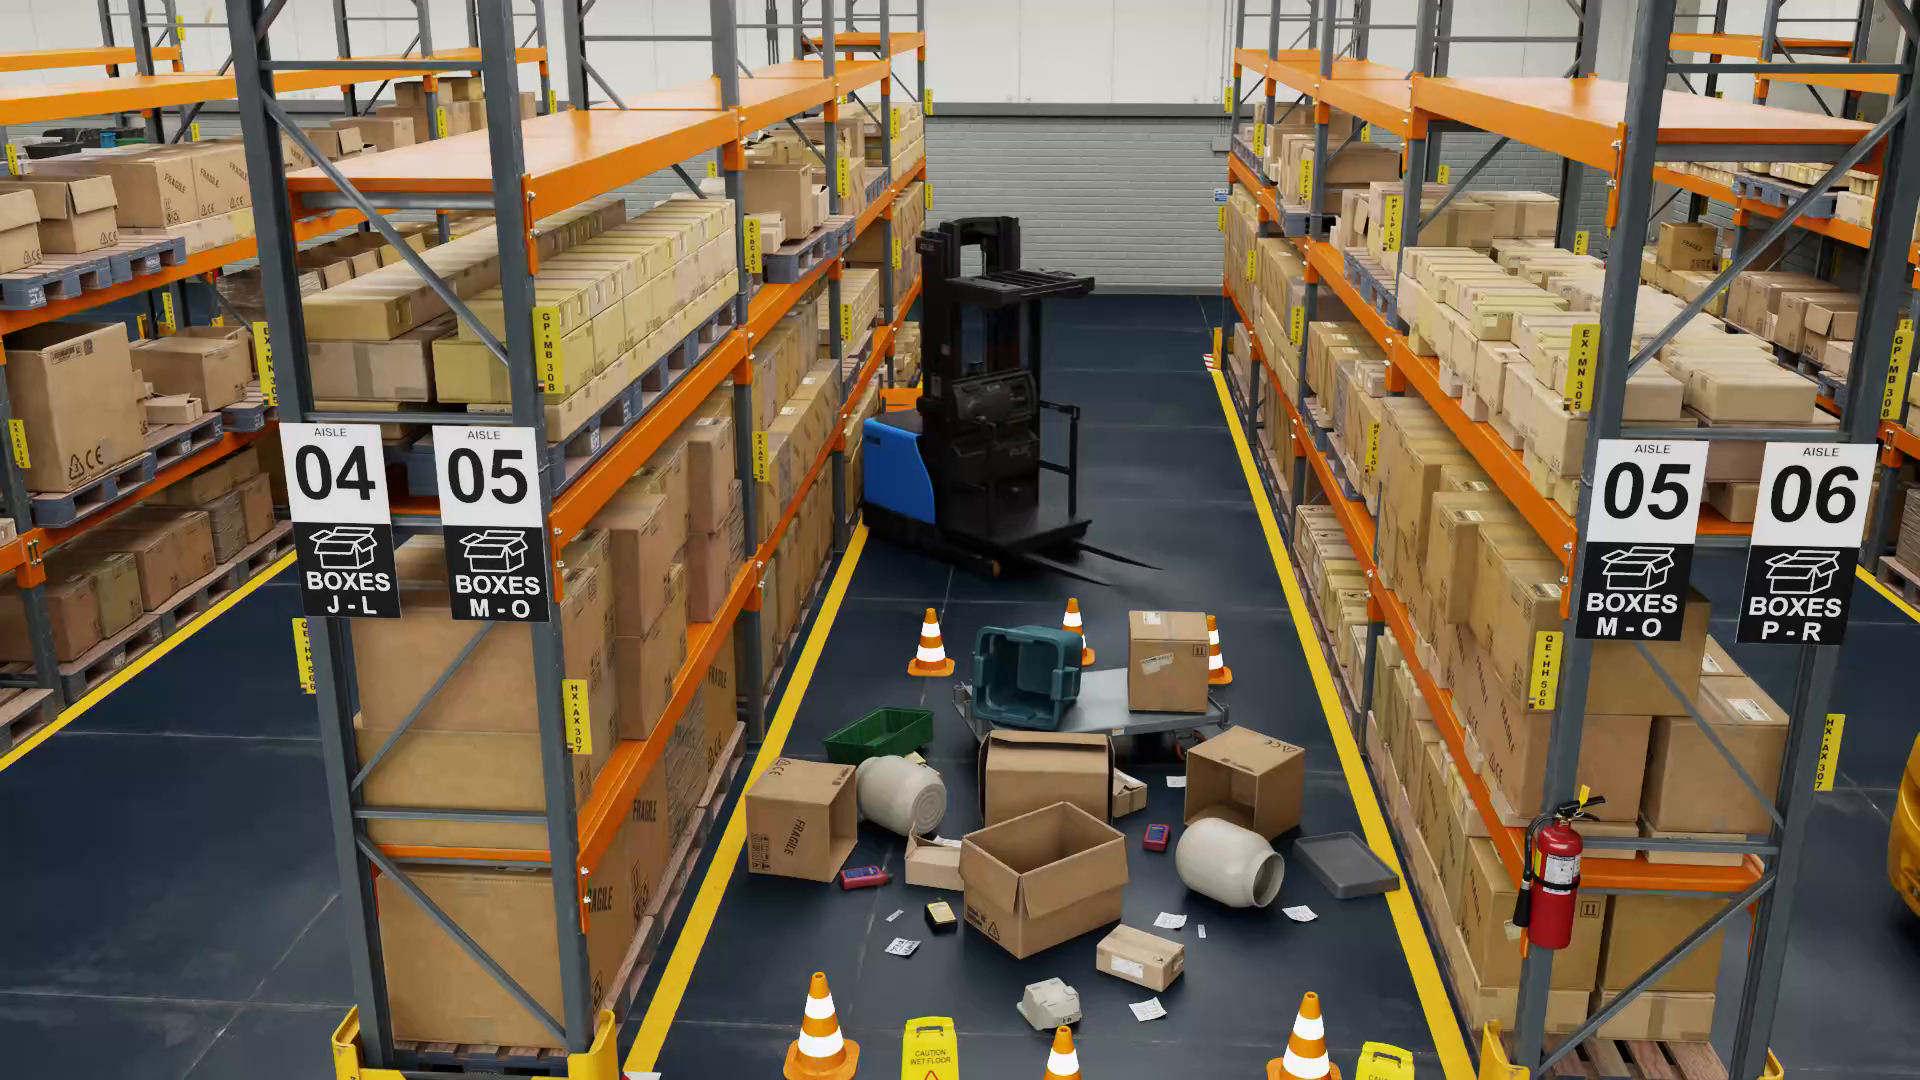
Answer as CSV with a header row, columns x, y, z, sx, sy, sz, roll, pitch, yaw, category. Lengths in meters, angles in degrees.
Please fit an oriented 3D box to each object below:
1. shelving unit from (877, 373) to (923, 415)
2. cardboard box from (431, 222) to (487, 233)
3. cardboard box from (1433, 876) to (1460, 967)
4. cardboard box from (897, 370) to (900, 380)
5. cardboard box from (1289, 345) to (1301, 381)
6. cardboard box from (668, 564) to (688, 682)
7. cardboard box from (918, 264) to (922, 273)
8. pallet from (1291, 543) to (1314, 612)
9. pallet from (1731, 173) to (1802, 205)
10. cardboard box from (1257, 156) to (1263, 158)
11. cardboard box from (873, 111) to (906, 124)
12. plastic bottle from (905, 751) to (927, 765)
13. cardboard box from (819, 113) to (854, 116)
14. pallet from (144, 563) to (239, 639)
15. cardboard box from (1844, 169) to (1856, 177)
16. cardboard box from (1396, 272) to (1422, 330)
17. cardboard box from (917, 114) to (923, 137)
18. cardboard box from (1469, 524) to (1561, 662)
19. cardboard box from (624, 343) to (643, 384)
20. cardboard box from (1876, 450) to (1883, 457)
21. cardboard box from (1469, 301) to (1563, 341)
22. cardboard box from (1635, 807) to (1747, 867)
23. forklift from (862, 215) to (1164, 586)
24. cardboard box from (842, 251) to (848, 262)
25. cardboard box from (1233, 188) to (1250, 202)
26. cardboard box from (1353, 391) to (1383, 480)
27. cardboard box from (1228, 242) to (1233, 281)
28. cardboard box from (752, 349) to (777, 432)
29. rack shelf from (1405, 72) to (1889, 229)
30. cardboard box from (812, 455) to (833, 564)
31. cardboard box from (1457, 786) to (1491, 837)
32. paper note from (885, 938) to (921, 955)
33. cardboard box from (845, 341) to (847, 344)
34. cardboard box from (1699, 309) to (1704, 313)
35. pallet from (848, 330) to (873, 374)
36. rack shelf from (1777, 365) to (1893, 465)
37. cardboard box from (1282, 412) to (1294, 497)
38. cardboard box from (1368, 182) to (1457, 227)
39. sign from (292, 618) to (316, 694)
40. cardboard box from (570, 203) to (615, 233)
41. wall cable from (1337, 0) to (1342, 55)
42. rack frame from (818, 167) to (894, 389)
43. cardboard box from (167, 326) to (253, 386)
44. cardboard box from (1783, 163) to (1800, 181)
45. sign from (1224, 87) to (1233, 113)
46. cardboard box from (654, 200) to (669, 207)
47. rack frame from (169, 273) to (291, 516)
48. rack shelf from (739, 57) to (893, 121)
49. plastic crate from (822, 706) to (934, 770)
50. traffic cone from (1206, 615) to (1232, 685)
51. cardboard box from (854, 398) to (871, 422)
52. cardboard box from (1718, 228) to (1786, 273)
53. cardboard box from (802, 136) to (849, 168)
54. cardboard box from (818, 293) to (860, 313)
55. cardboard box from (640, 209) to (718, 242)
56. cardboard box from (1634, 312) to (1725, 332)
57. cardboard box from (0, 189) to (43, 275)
x,y,z,sx,sy,sz,roll,pitch,yaw,category
-0.530,-0.988,16.450,0.538,1.125,1.048,-2,18,-4,shelving unit
-5.849,-3.440,19.489,0.500,0.500,0.500,1,18,4,cardboard box
2.678,1.920,8.314,0.500,0.250,0.500,1,18,4,cardboard box
-0.921,-1.993,19.940,0.380,0.149,0.250,2,18,6,cardboard box
3.198,-1.576,14.681,0.500,0.250,0.500,1,18,4,cardboard box
-1.940,0.456,8.800,0.875,0.550,0.500,1,18,4,cardboard box
-0.696,-3.591,21.794,0.380,0.149,0.250,1,18,4,cardboard box
3.359,0.314,13.953,1.003,0.211,1.213,1,18,4,pallet
8.538,-3.522,16.665,1.213,0.211,1.003,1,18,4,pallet
3.430,-4.310,18.151,0.396,0.266,0.258,2,18,6,cardboard box
-0.831,-4.930,19.459,0.380,0.149,0.250,1,18,2,cardboard box
-0.329,1.425,10.802,0.133,0.061,0.283,-9,20,-25,plastic bottle
-1.425,-4.862,19.251,0.380,0.149,0.250,1,18,4,cardboard box
-6.616,0.471,13.475,1.003,0.211,1.213,1,18,4,pallet
8.190,-3.346,14.948,0.380,0.149,0.250,1,18,4,cardboard box
2.825,-1.377,9.580,0.500,0.250,0.500,1,18,3,cardboard box
-0.734,-5.261,21.108,0.500,0.250,0.500,1,18,2,cardboard box
2.706,0.246,7.437,0.700,0.500,0.500,1,18,4,cardboard box
-1.685,-0.814,7.669,0.380,0.149,0.250,1,18,4,cardboard box
8.139,-0.709,14.894,0.380,0.149,0.250,0,18,1,cardboard box
2.649,-1.043,7.921,0.380,0.149,0.250,2,18,5,cardboard box
3.074,1.249,7.024,0.380,0.149,0.250,1,18,4,cardboard box
0.449,-1.236,14.314,1.130,2.935,3.031,-15,24,-39,forklift
-1.477,-3.391,18.539,0.500,0.500,0.500,1,18,2,cardboard box
3.608,-4.304,20.760,0.380,0.149,0.250,2,18,6,cardboard box
2.968,-0.703,11.264,0.500,0.500,0.500,1,18,4,cardboard box
3.661,-3.486,20.910,0.500,0.500,0.500,1,18,3,cardboard box
-1.714,-1.084,11.976,0.700,0.500,0.500,1,18,4,cardboard box
2.986,-1.898,7.751,1.077,0.370,4.000,1,18,4,rack shelf
-1.662,-0.276,14.215,1.050,0.750,0.750,1,18,3,cardboard box
2.600,1.303,7.951,0.380,0.149,0.250,2,18,6,cardboard box
-0.299,2.127,8.712,0.144,0.017,0.142,8,20,23,paper note
-1.242,-1.946,15.622,0.380,0.149,0.250,1,18,4,cardboard box
8.417,-2.534,18.571,0.380,0.149,0.250,2,18,5,cardboard box
-1.427,-1.858,16.410,1.003,0.211,1.213,1,18,4,pallet
8.511,-1.424,15.932,1.077,0.370,4.000,1,18,4,rack shelf
3.617,-0.933,16.019,0.875,0.875,0.875,2,18,5,cardboard box
3.095,-2.303,11.408,0.500,0.250,0.500,2,18,5,cardboard box
-2.642,0.472,6.751,0.100,0.325,0.005,1,18,4,sign
-2.197,-1.838,9.512,0.380,0.149,0.250,1,18,3,cardboard box
4.867,-8.345,26.265,2.355,3.000,0.029,1,18,4,wall cable
-1.241,-2.575,18.292,1.000,3.000,0.127,1,18,4,rack frame
-6.467,-1.554,14.339,0.500,0.500,0.500,-1,18,-3,cardboard box
8.165,-3.538,15.983,0.380,0.149,0.250,1,18,3,cardboard box
3.437,-5.631,21.270,0.100,0.325,0.005,1,18,4,sign
-1.909,-2.270,11.852,0.500,0.311,0.500,1,18,2,cardboard box
-6.468,-1.475,14.935,1.000,3.000,0.127,1,18,4,rack frame
-1.385,-4.273,15.637,1.077,0.370,4.000,1,18,4,rack shelf
-0.521,1.301,10.884,0.450,0.188,0.662,0,15,35,plastic crate
1.822,0.778,12.134,0.336,0.463,0.334,1,18,4,traffic cone
-1.153,-1.221,16.294,0.500,0.250,0.500,1,18,4,cardboard box
9.026,-3.270,18.970,0.500,0.500,0.500,1,18,2,cardboard box
-1.187,-3.449,14.752,0.396,0.266,0.258,1,18,4,cardboard box
-1.187,-2.321,16.289,0.380,0.149,0.250,1,18,3,cardboard box
-1.560,-1.746,9.231,0.380,0.149,0.250,1,18,4,cardboard box
3.268,-0.950,7.637,0.380,0.149,0.250,2,18,5,cardboard box
-6.622,-2.051,11.033,0.797,0.503,0.637,0,18,1,cardboard box
